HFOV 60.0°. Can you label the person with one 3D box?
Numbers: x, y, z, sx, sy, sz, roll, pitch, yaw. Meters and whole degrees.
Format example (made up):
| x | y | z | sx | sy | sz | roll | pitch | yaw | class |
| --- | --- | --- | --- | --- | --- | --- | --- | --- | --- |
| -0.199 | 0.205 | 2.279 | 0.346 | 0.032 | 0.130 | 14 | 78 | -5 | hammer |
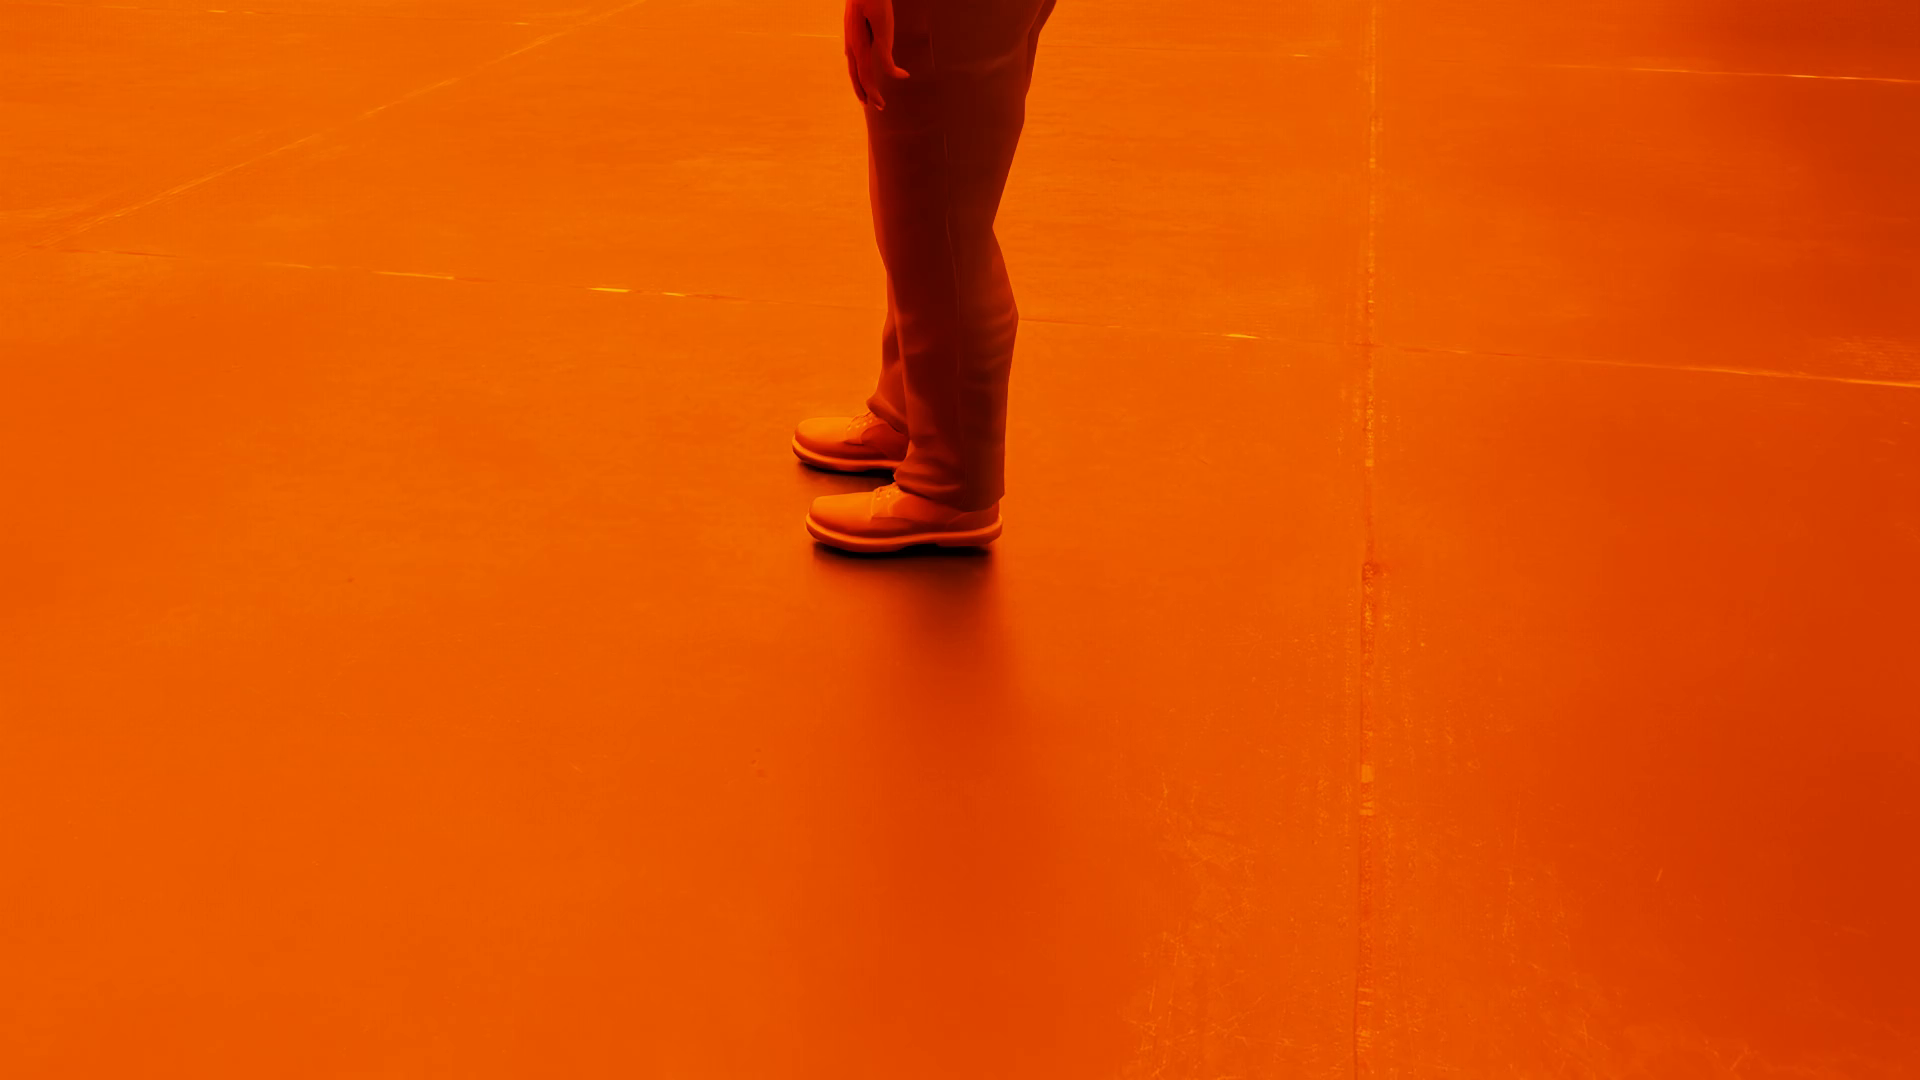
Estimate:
| x | y | z | sx | sy | sz | roll | pitch | yaw | class |
| --- | --- | --- | --- | --- | --- | --- | --- | --- | --- |
| -0.081 | -0.762 | 2.159 | 0.504 | 1.654 | 0.569 | 6 | 27 | 11 | person |
